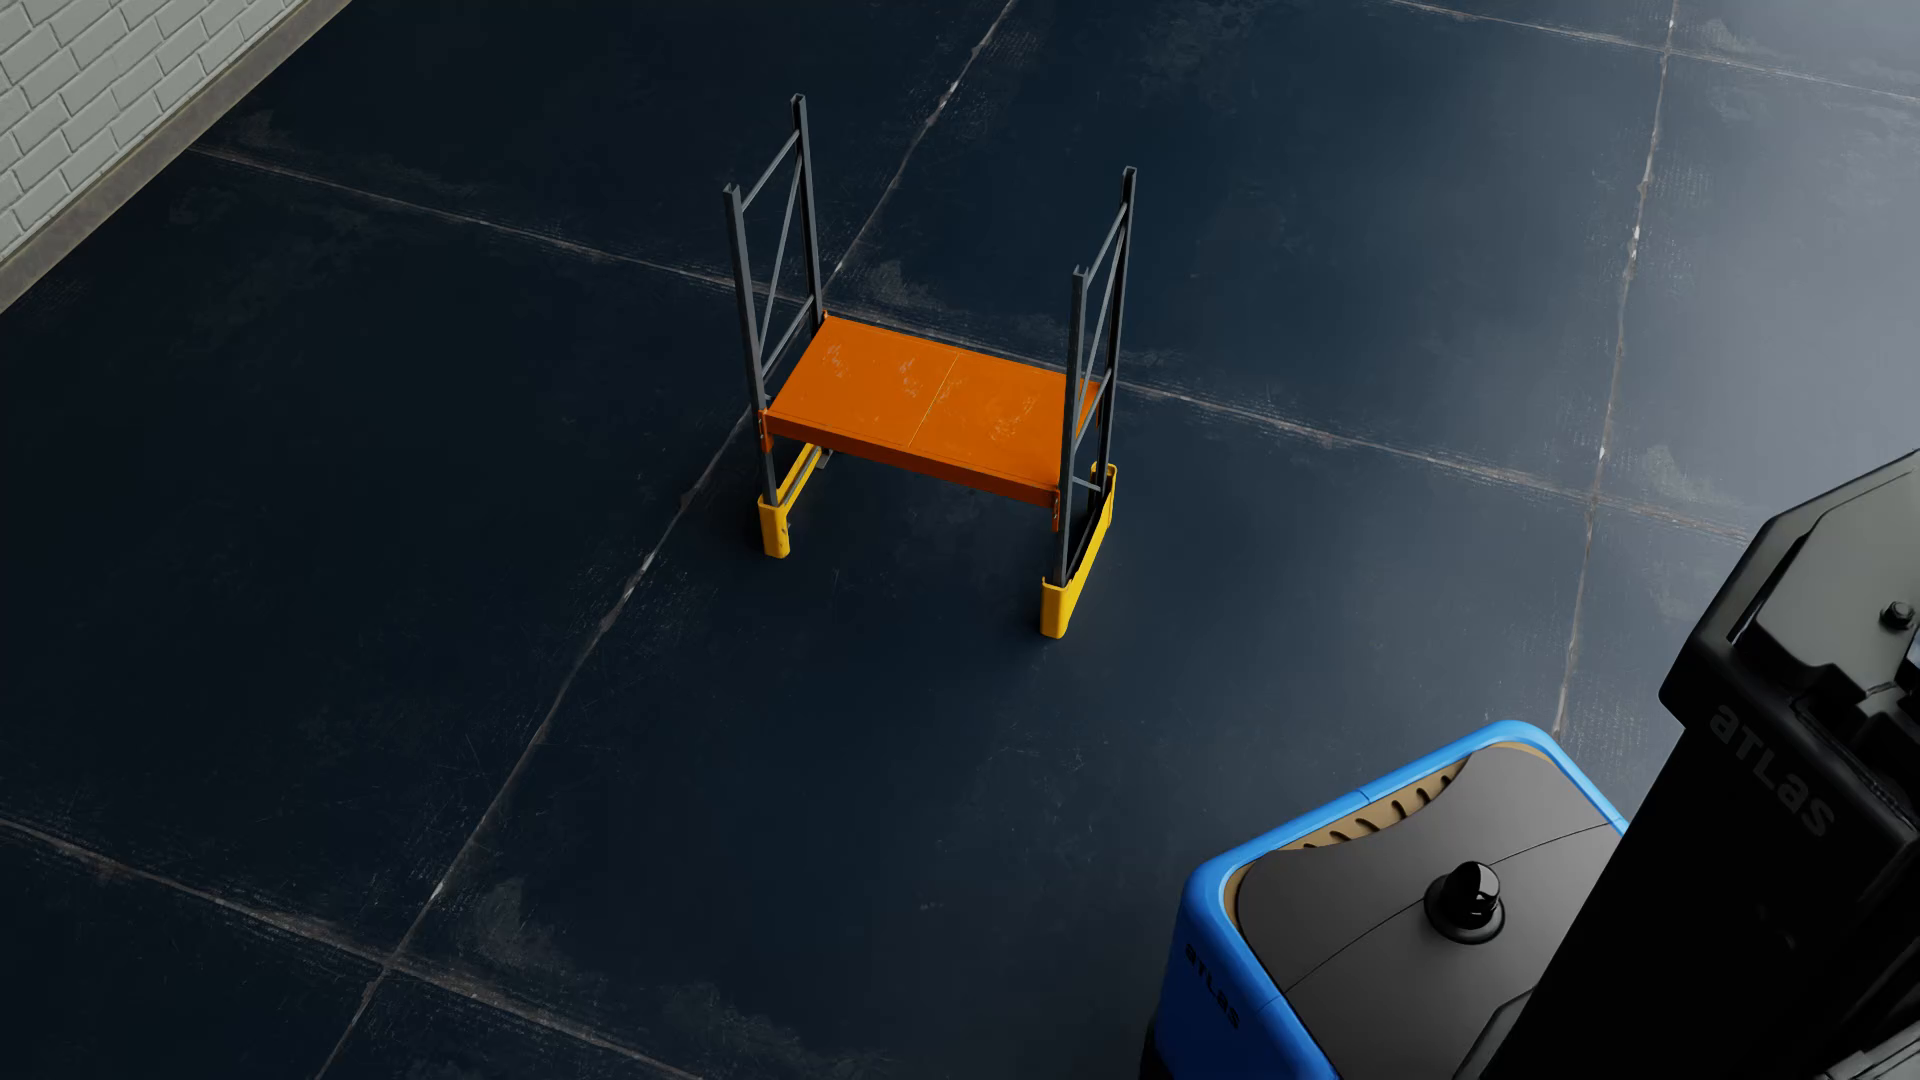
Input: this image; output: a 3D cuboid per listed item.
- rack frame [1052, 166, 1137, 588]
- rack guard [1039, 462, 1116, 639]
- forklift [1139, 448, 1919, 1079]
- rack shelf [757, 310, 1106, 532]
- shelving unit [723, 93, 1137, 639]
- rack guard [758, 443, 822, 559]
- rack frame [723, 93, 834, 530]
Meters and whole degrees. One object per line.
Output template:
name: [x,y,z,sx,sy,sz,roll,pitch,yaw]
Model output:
rack frame: [0.397,-0.380,5.087,0.032,1.500,0.500,16,51,13]
rack guard: [0.396,0.029,5.560,0.087,0.250,0.587,16,51,13]
forklift: [1.605,1.310,2.675,1.130,2.935,3.031,-22,52,-18]
rack shelf: [-0.080,-0.396,5.339,1.000,0.185,0.538,16,51,13]
shelving unit: [-0.072,-0.511,5.201,1.083,1.500,0.587,16,51,13]
rack guard: [-0.539,-0.232,5.786,0.087,0.250,0.587,16,51,13]
rack frame: [-0.557,-0.647,5.318,0.032,1.500,0.500,16,51,13]
